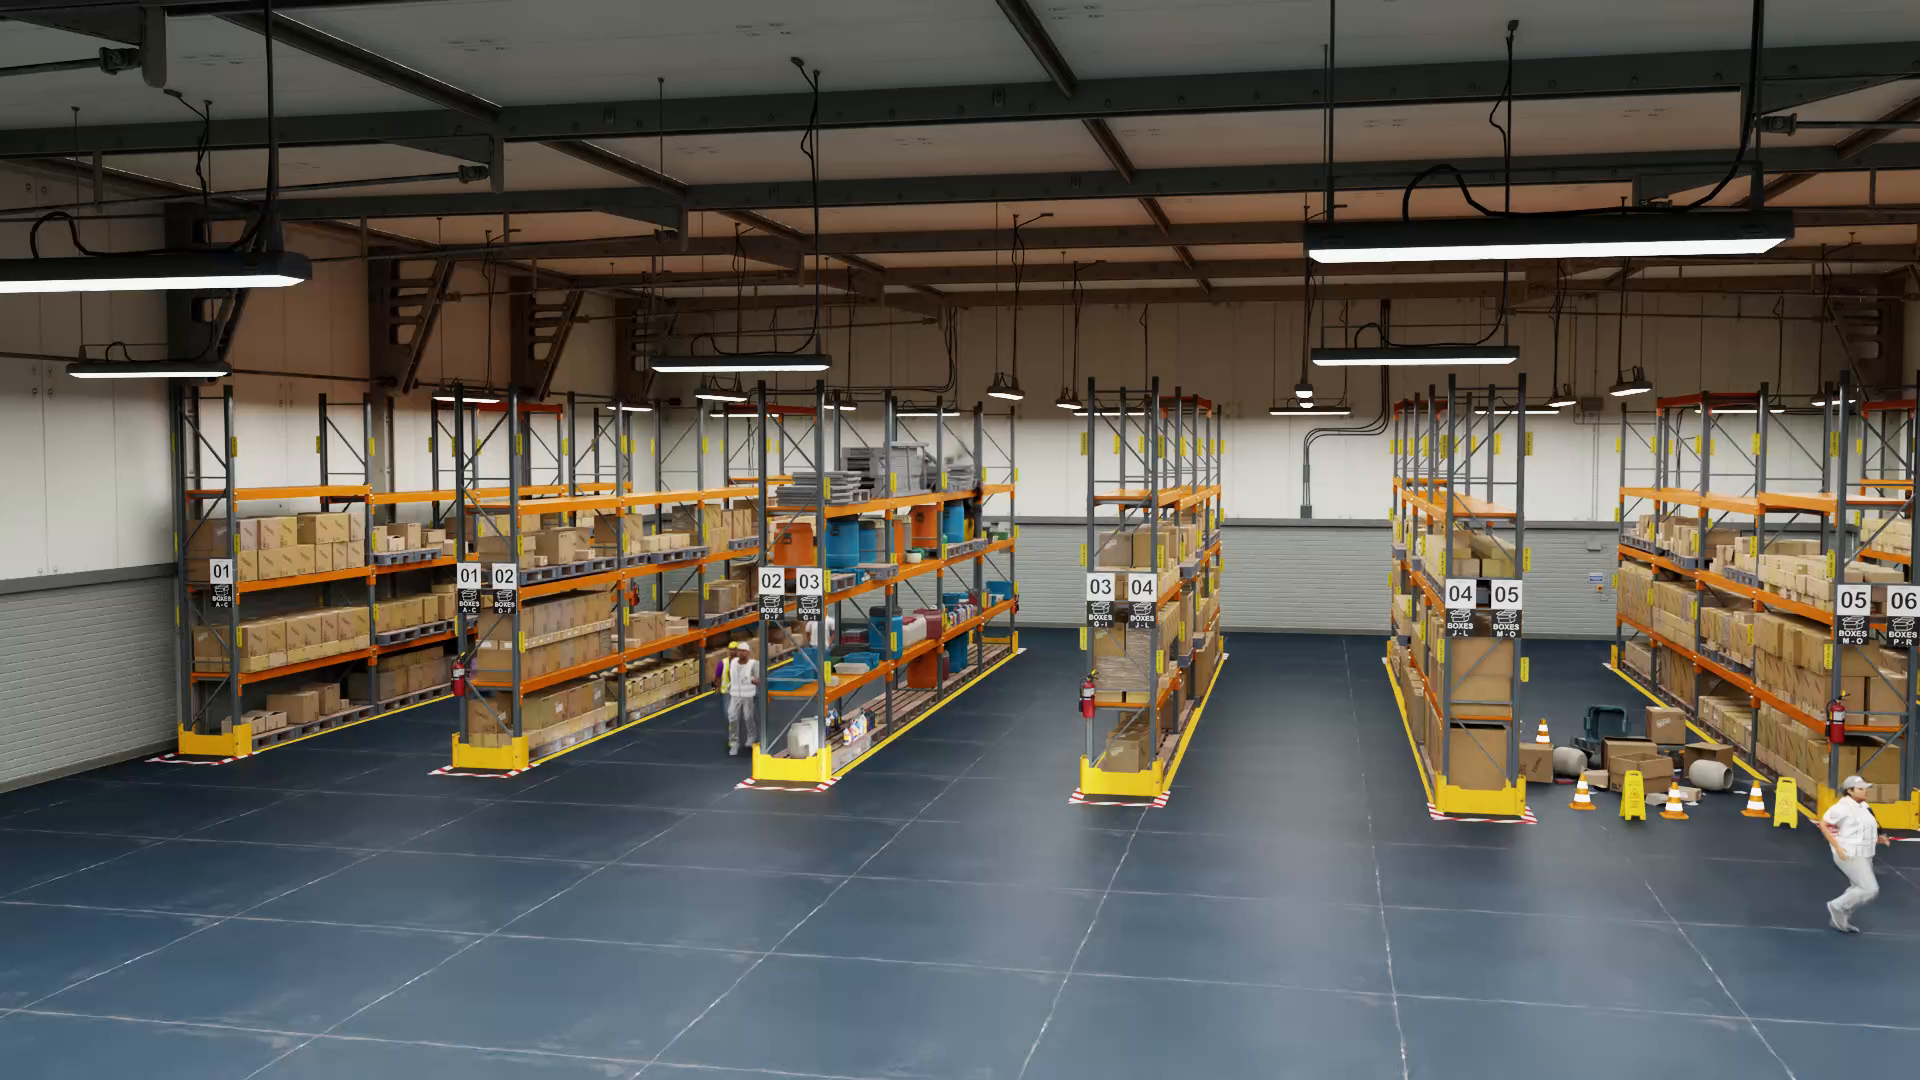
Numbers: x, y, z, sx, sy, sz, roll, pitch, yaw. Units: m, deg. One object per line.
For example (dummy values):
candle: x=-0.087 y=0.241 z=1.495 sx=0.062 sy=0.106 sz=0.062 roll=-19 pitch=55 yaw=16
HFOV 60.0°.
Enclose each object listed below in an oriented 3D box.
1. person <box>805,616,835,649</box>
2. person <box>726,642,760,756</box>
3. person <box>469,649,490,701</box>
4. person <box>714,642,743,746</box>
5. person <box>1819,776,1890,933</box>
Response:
person: x=-2.912 y=2.195 z=34.741 sx=0.679 sy=1.721 sz=0.576 roll=0 pitch=3 yaw=6
person: x=-3.541 y=2.591 z=27.215 sx=0.659 sy=1.848 sz=0.801 roll=1 pitch=3 yaw=10
person: x=-8.254 y=2.600 z=28.566 sx=0.515 sy=1.622 sz=0.663 roll=0 pitch=3 yaw=5
person: x=-3.786 y=2.574 z=27.972 sx=0.700 sy=1.739 sz=0.801 roll=0 pitch=3 yaw=0
person: x=9.186 y=3.229 z=17.000 sx=0.593 sy=1.626 sz=0.567 roll=-2 pitch=4 yaw=-37
